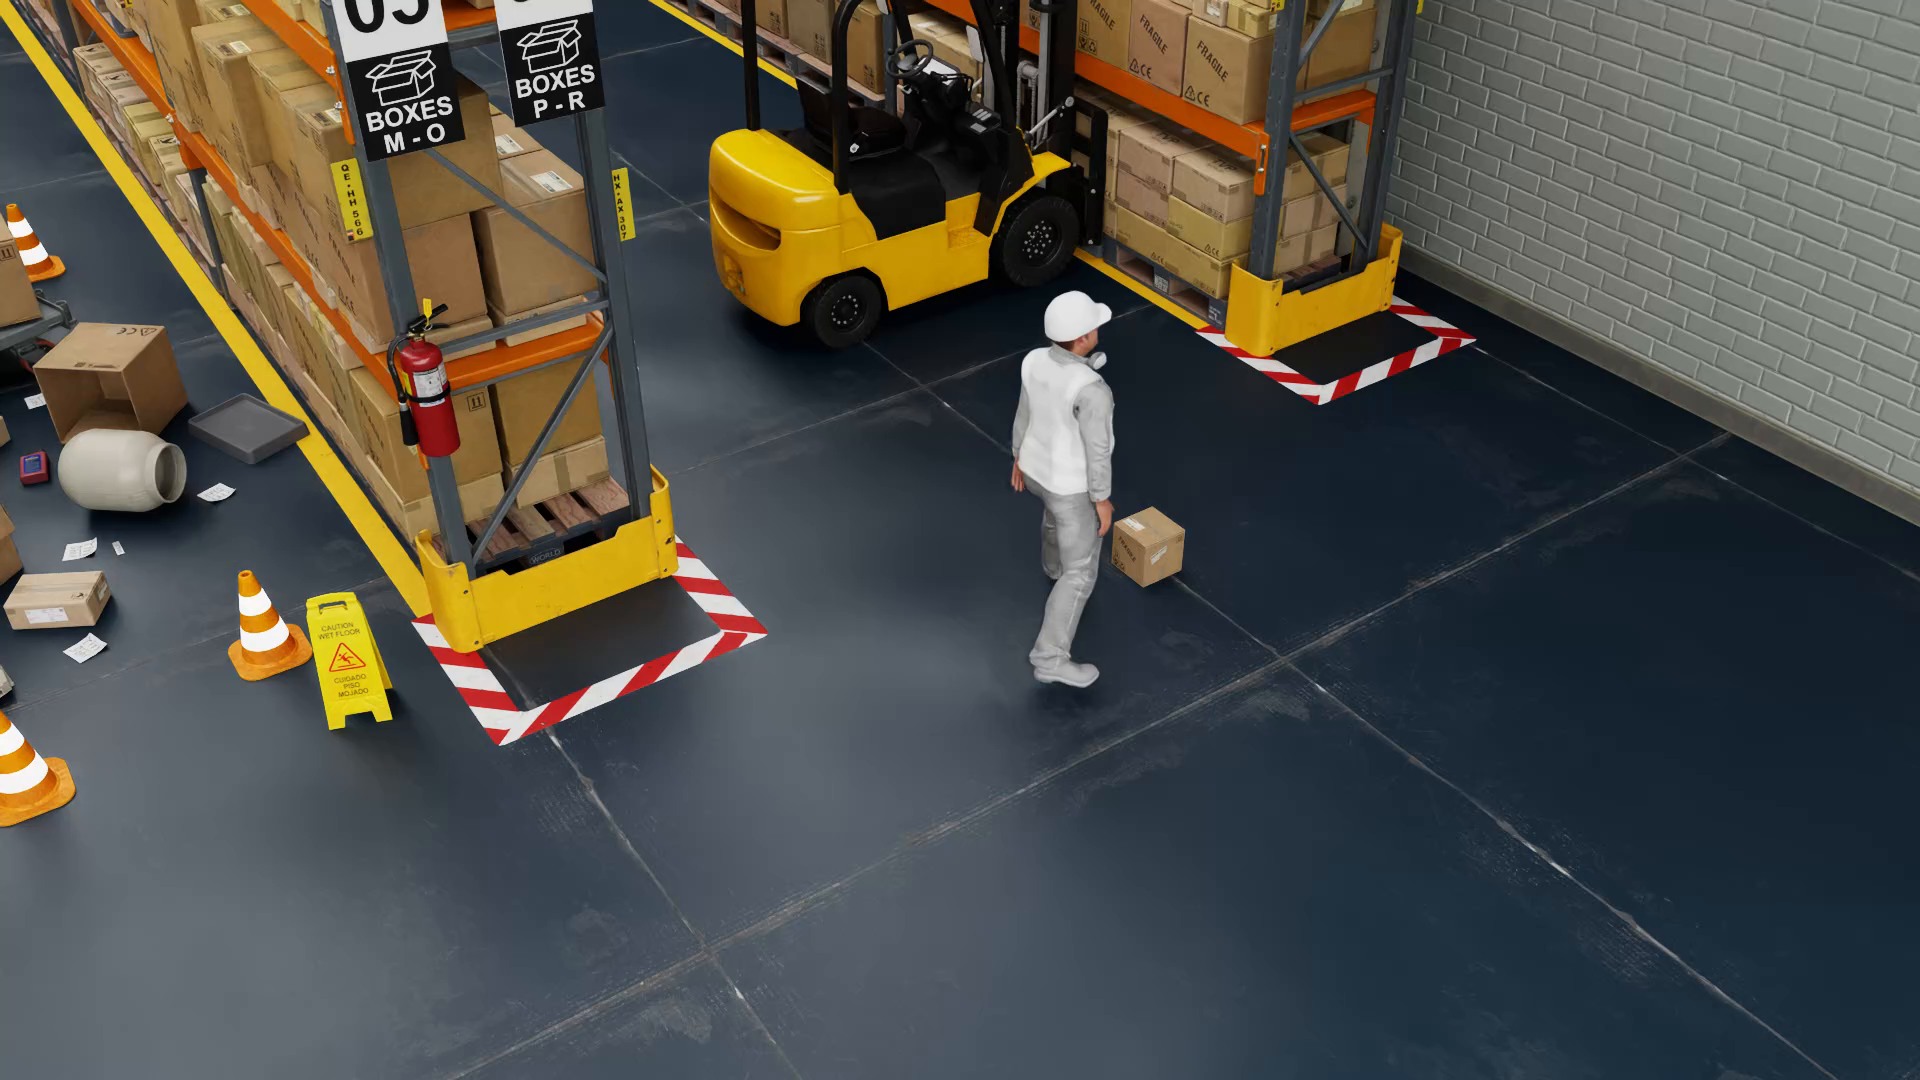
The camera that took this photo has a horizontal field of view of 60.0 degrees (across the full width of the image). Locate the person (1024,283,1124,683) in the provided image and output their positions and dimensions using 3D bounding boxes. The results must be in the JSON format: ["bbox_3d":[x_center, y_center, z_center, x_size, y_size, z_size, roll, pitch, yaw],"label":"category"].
[{"bbox_3d":[0.558,-0.292,7.392,0.806,1.754,0.851,-22,42,-27],"label":"person"}]
